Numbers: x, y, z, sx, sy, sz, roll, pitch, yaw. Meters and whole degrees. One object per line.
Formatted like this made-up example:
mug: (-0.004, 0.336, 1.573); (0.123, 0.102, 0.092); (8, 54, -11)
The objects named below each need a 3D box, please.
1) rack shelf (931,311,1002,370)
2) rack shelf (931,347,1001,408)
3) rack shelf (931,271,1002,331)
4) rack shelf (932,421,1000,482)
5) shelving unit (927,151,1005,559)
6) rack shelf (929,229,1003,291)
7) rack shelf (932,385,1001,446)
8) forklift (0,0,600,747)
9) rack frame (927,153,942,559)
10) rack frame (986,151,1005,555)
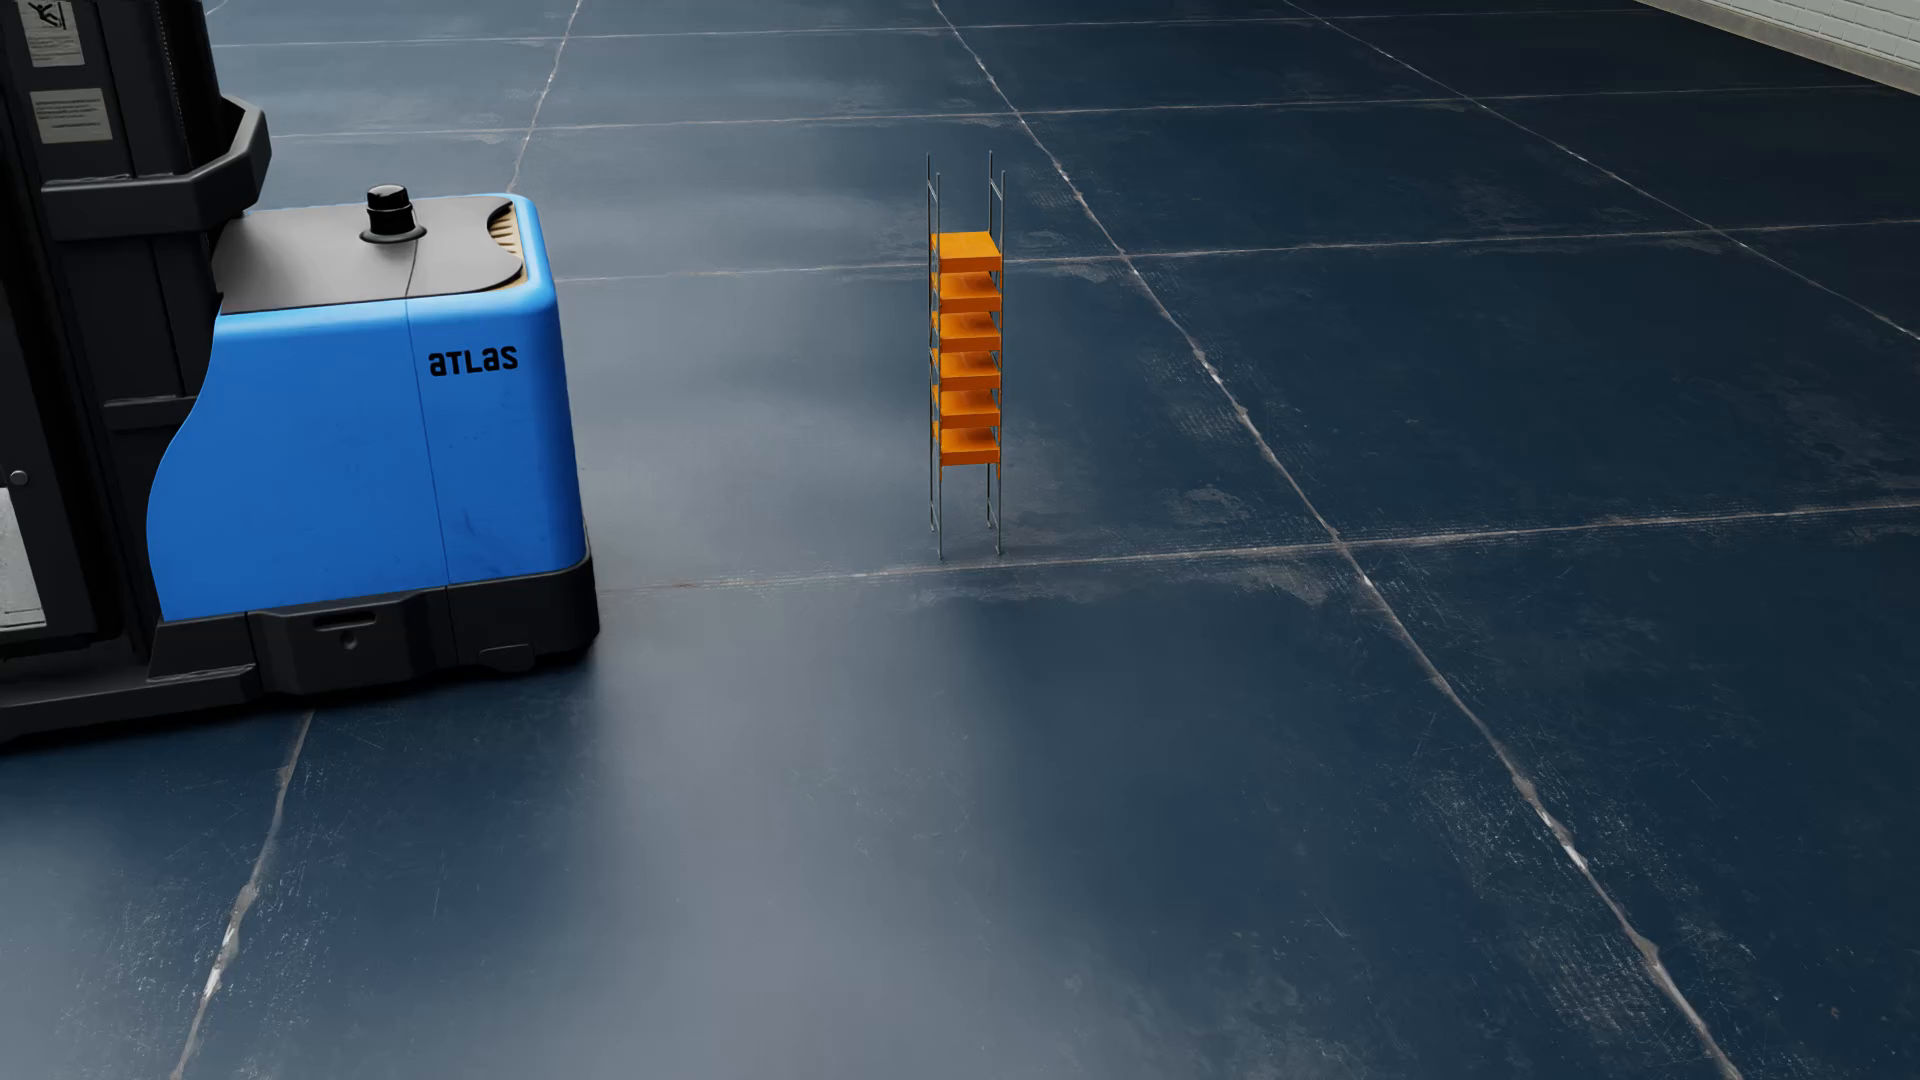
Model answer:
rack shelf: (0.014, -0.602, 4.943); (0.180, 0.103, 0.258); (-4, 27, -7)
rack shelf: (0.014, -0.495, 4.998); (0.180, 0.103, 0.258); (-4, 27, -7)
rack shelf: (0.014, -0.709, 4.889); (0.180, 0.103, 0.258); (-4, 27, -7)
rack shelf: (0.014, -0.282, 5.108); (0.180, 0.103, 0.258); (-4, 27, -7)
shelving unit: (0.014, -0.535, 4.978); (0.189, 1.200, 0.258); (-4, 27, -7)
rack shelf: (0.014, -0.816, 4.834); (0.180, 0.103, 0.258); (-4, 27, -7)
rack shelf: (0.014, -0.388, 5.053); (0.180, 0.103, 0.258); (-4, 27, -7)
forklift: (-2.572, -0.988, 3.965); (3.031, 2.935, 1.130); (-8, 28, -14)
rack frame: (-0.076, -0.529, 4.967); (0.006, 1.200, 0.240); (-4, 27, -7)
rack frame: (0.105, -0.541, 4.989); (0.006, 1.200, 0.240); (-4, 27, -7)
